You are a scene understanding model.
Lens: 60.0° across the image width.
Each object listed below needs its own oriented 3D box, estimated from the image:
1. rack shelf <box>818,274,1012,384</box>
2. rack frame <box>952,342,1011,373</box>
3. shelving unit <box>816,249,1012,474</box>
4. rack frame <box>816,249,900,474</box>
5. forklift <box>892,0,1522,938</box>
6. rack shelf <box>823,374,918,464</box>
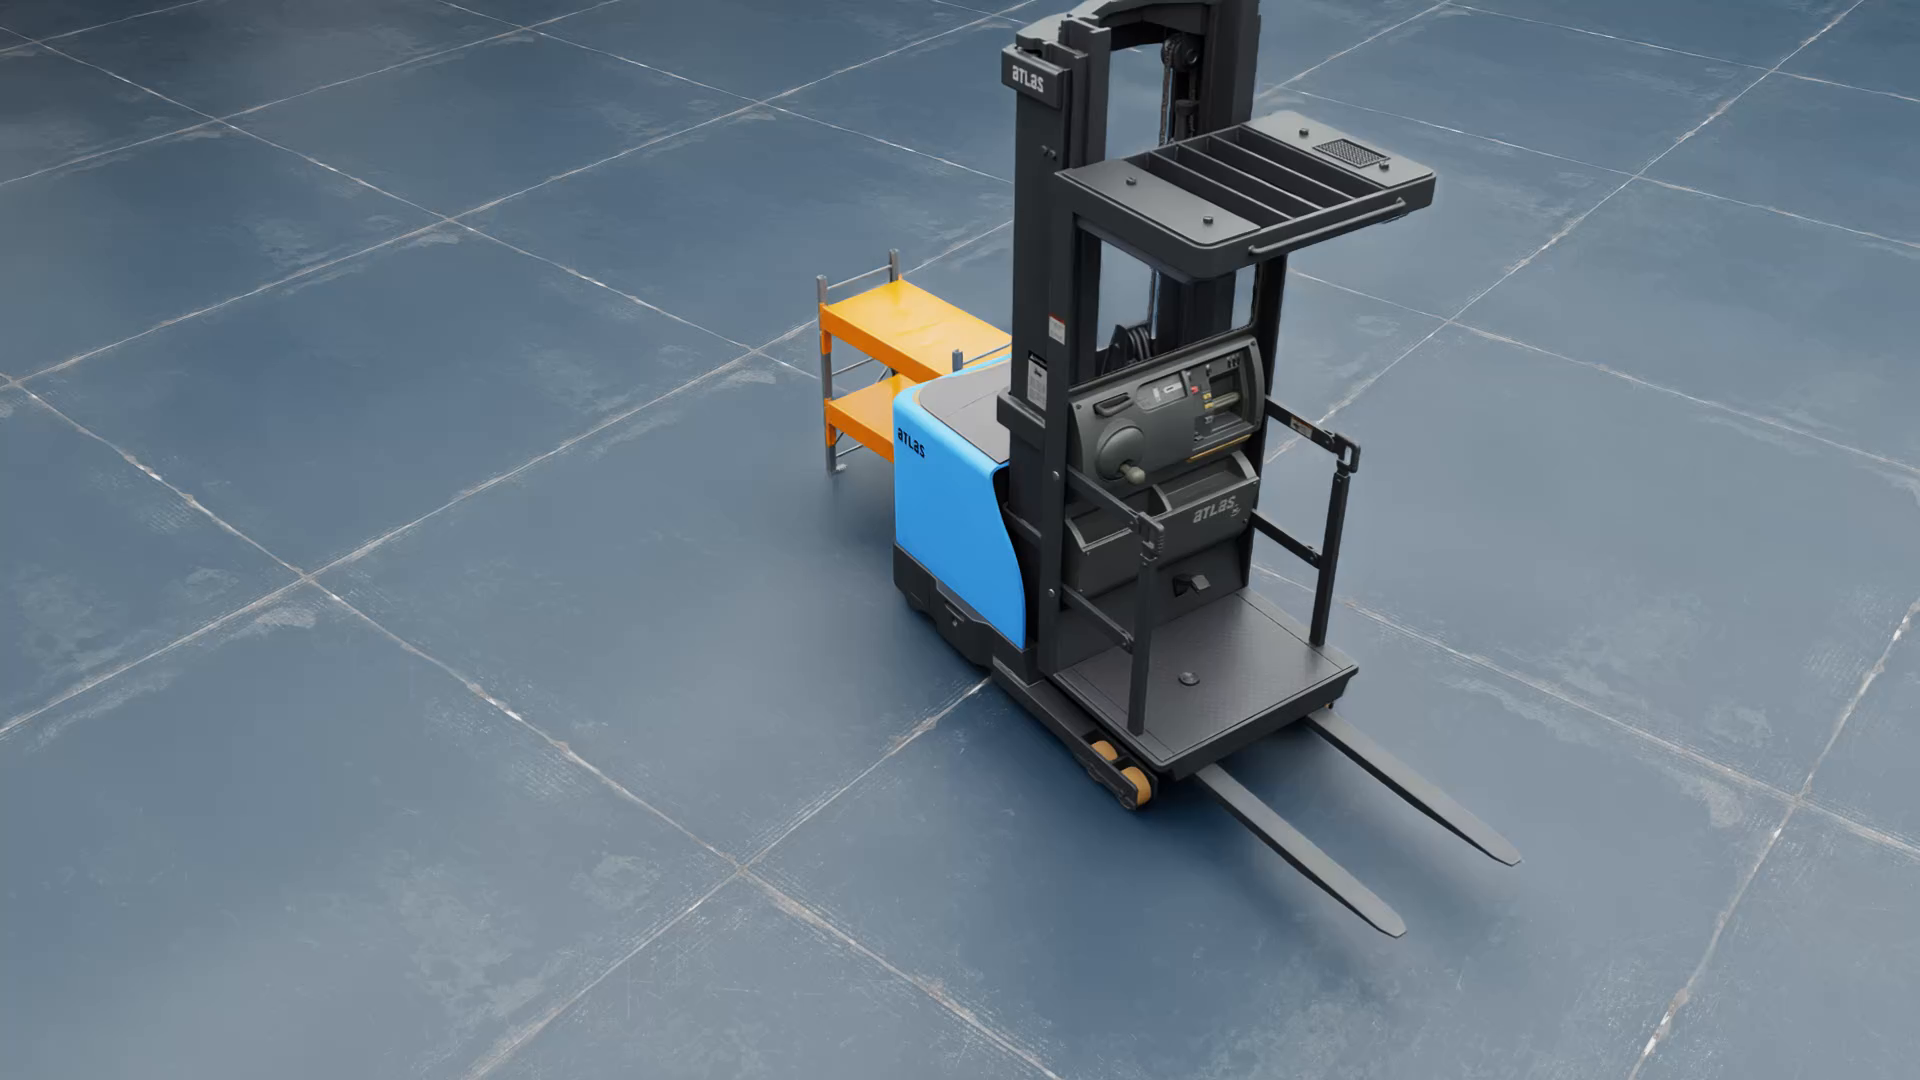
[{"bbox_3d":[-0.173,-0.934,8.099,0.538,0.278,1.000,-26,42,-33],"label":"rack shelf"},{"bbox_3d":[0.161,-0.475,7.948,0.500,1.125,0.032,-26,42,-33],"label":"rack frame"},{"bbox_3d":[-0.173,-0.692,8.265,0.538,1.125,1.048,-26,42,-33],"label":"shelving unit"},{"bbox_3d":[-0.506,-0.910,8.581,0.500,1.125,0.032,-26,42,-33],"label":"rack frame"},{"bbox_3d":[0.940,-0.442,6.305,1.130,2.935,3.031,-21,40,-28],"label":"forklift"},{"bbox_3d":[-0.173,-0.491,8.403,0.538,0.278,1.000,-26,42,-33],"label":"rack shelf"}]
